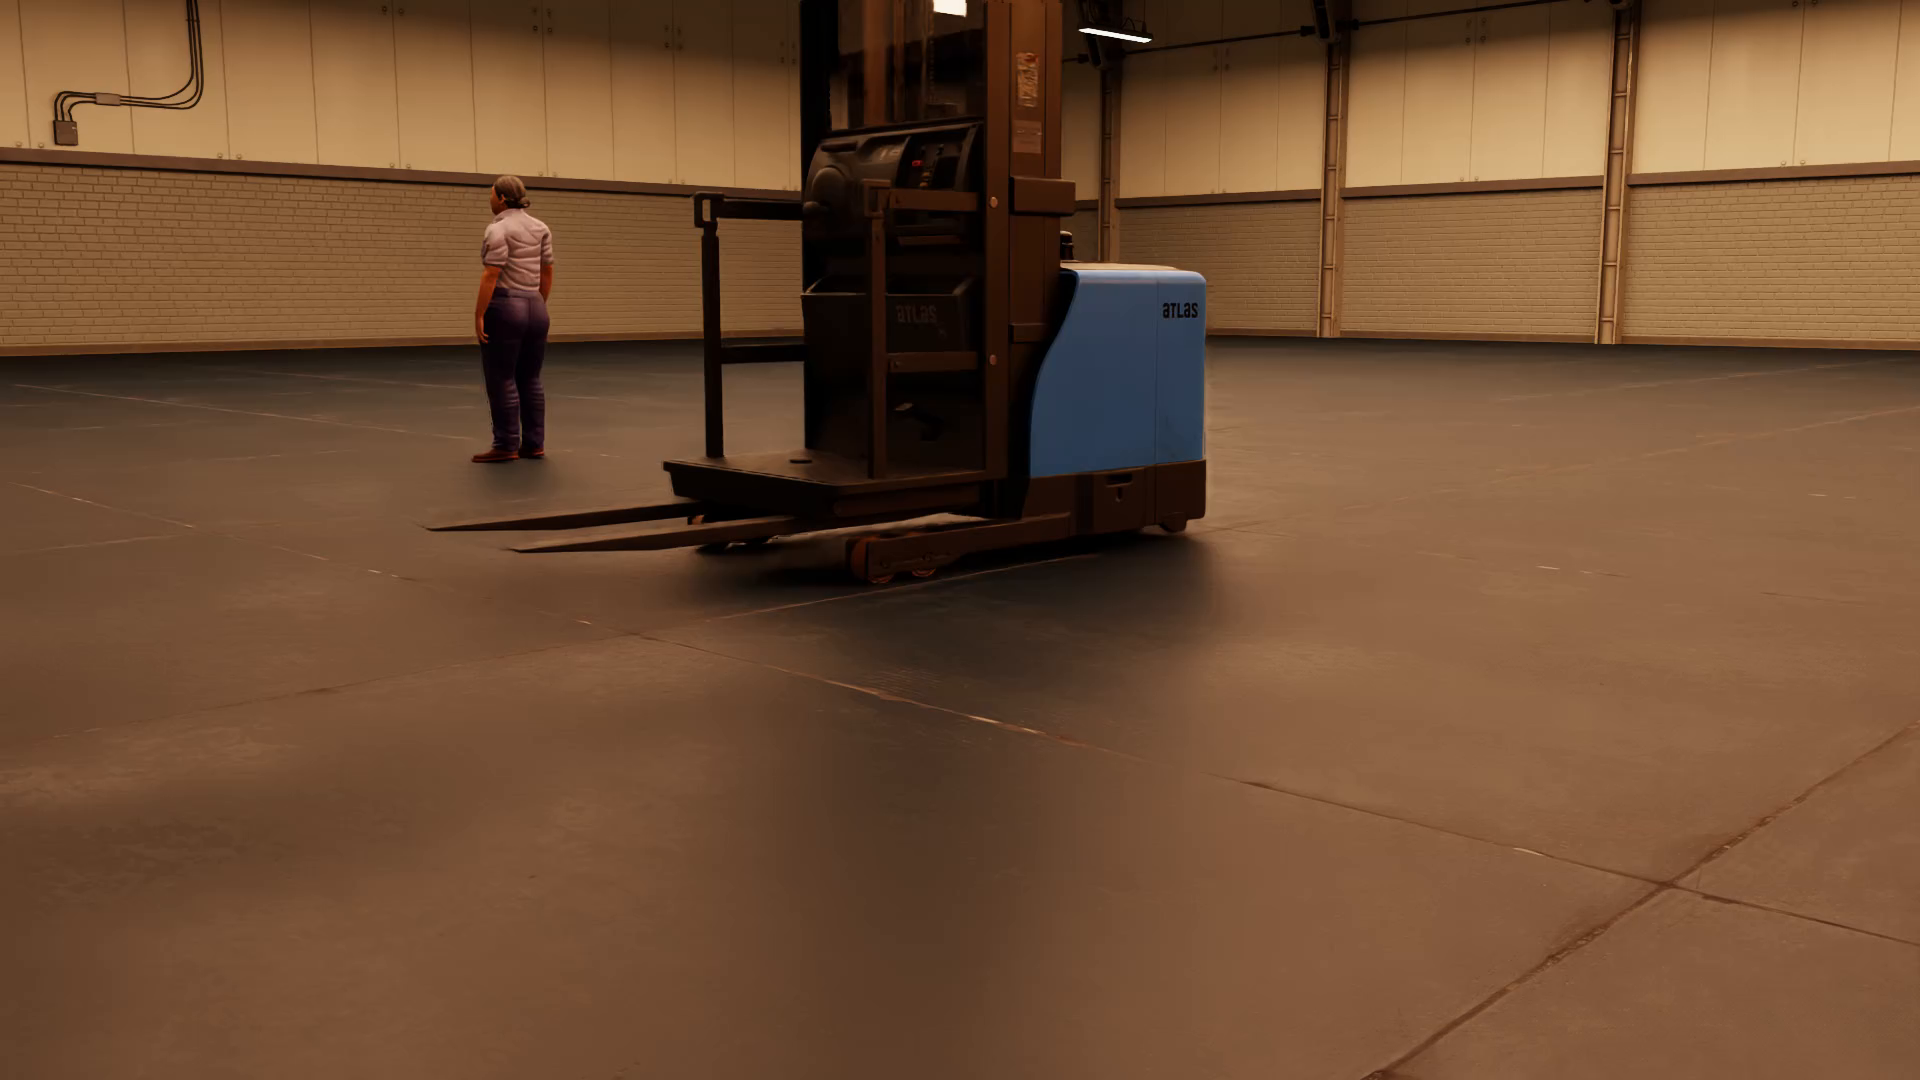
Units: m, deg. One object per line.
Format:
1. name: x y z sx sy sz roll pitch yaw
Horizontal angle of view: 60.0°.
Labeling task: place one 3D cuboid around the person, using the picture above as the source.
1. person: -2.663 -1.284 9.721 0.469 1.663 0.568 5 10 29

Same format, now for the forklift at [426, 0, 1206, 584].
1. forklift: -0.419 -1.384 6.062 3.031 2.935 1.130 -8 11 -41
